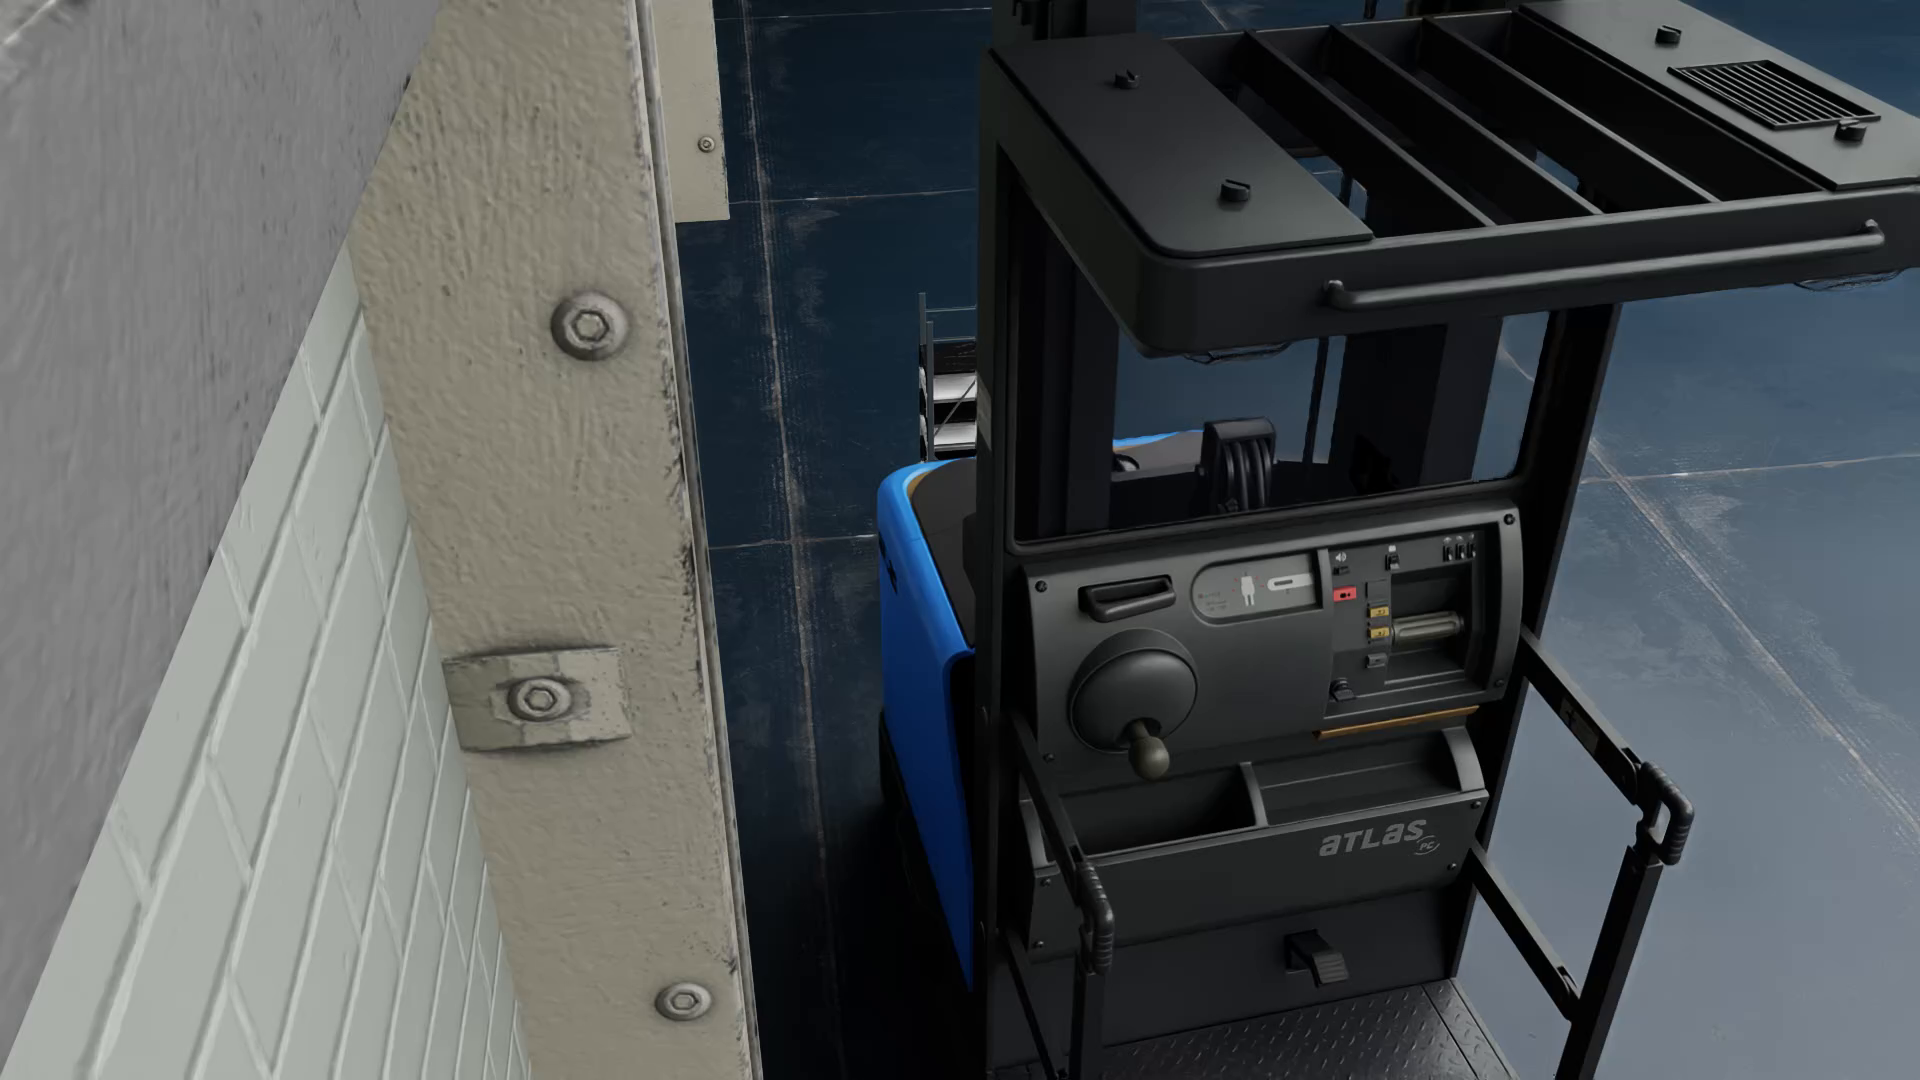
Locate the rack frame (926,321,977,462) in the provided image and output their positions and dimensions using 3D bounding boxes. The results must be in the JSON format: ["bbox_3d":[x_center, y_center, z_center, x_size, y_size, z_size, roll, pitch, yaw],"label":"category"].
[{"bbox_3d":[0.015,-0.311,5.407,0.240,0.900,0.006,-4,35,-6],"label":"rack frame"}]

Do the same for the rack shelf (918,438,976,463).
[{"bbox_3d":[0.001,-0.265,5.559,0.258,0.077,0.200,-4,35,-6],"label":"rack shelf"}]

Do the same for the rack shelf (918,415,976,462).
[{"bbox_3d":[0.001,-0.340,5.509,0.258,0.077,0.200,-4,35,-6],"label":"rack shelf"}]

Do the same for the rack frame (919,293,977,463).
[{"bbox_3d":[-0.013,-0.424,5.573,0.240,0.900,0.006,-4,35,-6],"label":"rack frame"}]

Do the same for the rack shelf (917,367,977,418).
[{"bbox_3d":[0.001,-0.489,5.407,0.258,0.077,0.200,-4,35,-6],"label":"rack shelf"}]

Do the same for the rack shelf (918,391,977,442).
[{"bbox_3d":[0.001,-0.414,5.458,0.258,0.077,0.200,-4,35,-6],"label":"rack shelf"}]

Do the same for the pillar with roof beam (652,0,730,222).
[{"bbox_3d":[2.975,-5.690,6.108,9.100,9.000,0.400,-4,35,-6],"label":"pillar with roof beam"}]

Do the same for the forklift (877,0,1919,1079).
[{"bbox_3d":[0.625,0.237,2.799,1.130,2.935,3.031,-8,35,-11],"label":"forklift"}]

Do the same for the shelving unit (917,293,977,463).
[{"bbox_3d":[0.001,-0.367,5.490,0.258,0.900,0.210,-4,35,-6],"label":"shelving unit"}]

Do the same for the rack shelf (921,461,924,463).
[{"bbox_3d":[0.001,-0.191,5.610,0.258,0.077,0.200,-4,35,-6],"label":"rack shelf"}]

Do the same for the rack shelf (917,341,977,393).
[{"bbox_3d":[0.001,-0.563,5.357,0.258,0.077,0.200,-4,35,-6],"label":"rack shelf"}]
